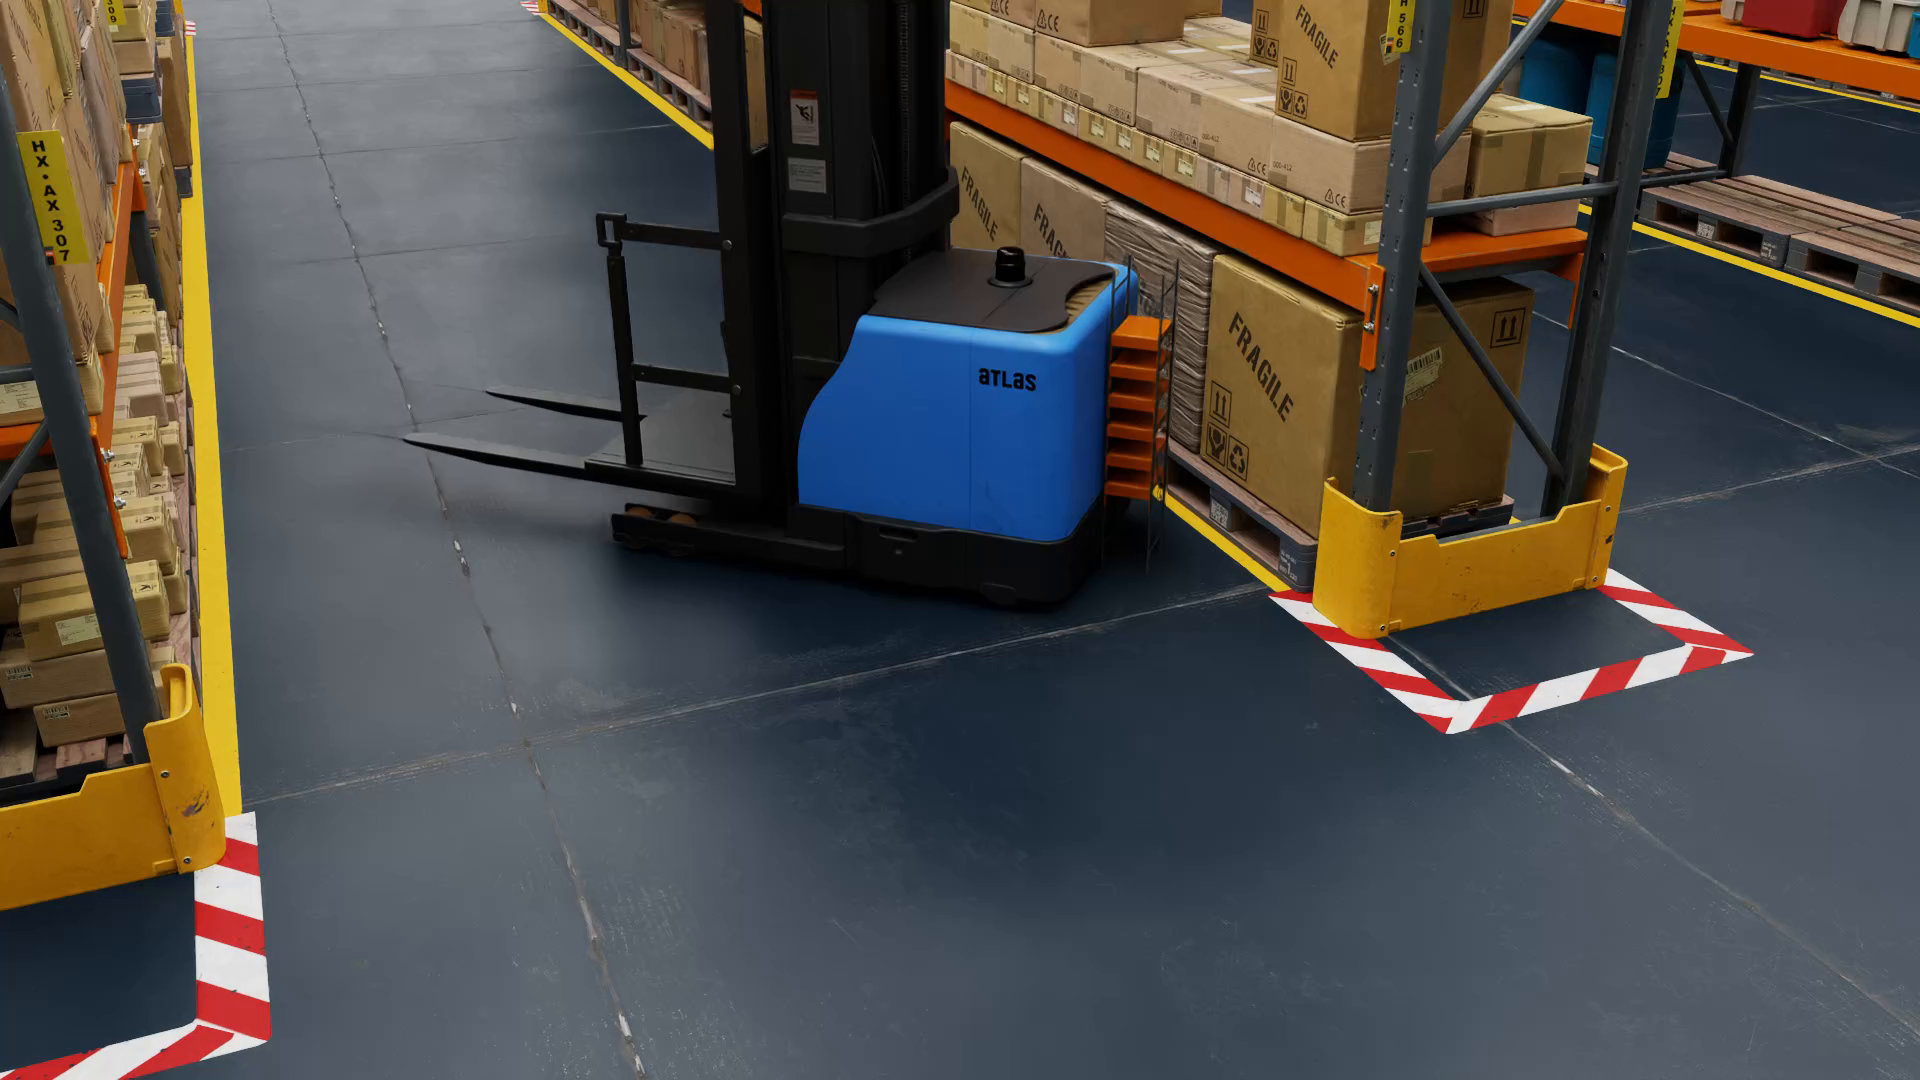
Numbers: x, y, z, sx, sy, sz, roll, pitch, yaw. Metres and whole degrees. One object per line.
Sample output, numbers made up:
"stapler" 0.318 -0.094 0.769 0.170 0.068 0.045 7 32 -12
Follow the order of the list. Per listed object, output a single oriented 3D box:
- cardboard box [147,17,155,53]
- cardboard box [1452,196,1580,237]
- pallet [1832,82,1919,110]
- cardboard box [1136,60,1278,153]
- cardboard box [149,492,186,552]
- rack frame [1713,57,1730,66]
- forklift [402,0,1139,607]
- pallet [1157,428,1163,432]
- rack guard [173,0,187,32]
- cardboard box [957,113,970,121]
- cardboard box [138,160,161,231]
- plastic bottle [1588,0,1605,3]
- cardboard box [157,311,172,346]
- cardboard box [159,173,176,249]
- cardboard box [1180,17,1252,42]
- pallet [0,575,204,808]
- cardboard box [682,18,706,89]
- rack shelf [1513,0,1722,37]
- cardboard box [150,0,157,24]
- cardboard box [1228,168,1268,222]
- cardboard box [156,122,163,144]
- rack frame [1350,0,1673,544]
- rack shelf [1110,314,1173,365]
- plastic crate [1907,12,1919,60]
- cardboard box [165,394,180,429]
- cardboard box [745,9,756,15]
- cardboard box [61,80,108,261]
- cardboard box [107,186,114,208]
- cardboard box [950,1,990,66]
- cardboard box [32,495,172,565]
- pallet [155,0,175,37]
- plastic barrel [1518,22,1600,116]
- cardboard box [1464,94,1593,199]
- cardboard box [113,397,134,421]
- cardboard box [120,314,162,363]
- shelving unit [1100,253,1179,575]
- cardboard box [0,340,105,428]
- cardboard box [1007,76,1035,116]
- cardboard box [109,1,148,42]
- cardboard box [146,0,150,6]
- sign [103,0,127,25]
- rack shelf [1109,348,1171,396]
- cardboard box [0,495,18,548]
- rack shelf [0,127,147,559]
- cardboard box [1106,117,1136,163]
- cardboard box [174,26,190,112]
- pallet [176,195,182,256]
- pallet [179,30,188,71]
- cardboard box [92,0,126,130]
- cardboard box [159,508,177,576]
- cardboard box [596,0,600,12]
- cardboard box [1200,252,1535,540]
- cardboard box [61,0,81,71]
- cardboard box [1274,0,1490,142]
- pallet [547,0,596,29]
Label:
"cardboard box" -4.211 -2.487 8.233 0.380 0.149 0.250 -10 28 -20
"cardboard box" 2.063 -1.245 6.167 0.380 0.149 0.250 -10 28 -20
"pallet" 8.613 -4.035 14.774 1.003 0.211 1.213 -11 28 -21
"cardboard box" 1.067 -1.784 6.818 0.500 0.250 0.500 -12 28 -22
"cardboard box" -3.102 -0.035 6.174 0.380 0.149 0.250 -12 28 -23
"rack frame" 7.882 -6.088 15.800 1.000 3.000 0.127 -11 28 -21
"forklift" -0.860 -1.457 6.393 3.031 2.935 1.130 9 27 18
"pallet" 1.039 -0.706 7.955 1.003 0.211 1.213 -11 28 -21
"rack guard" -8.980 -5.692 17.838 1.175 0.500 0.348 -11 28 -21
"cardboard box" 0.063 -2.261 9.906 1.225 0.875 0.875 -10 28 -20
"cardboard box" -4.318 -1.707 8.343 0.500 0.250 0.500 -12 28 -23
"plastic bottle" 4.305 -3.760 11.166 0.061 0.283 0.133 -11 28 -21
"cardboard box" -3.856 -0.930 7.667 0.380 0.149 0.250 -10 28 -20
"cardboard box" -4.743 -1.793 9.374 0.500 0.500 0.500 -10 28 -20
"cardboard box" 1.151 -2.291 7.856 0.500 0.250 0.500 -10 28 -20
"pallet" -3.021 0.542 5.399 1.003 0.211 1.213 -11 28 -21
"cardboard box" -1.973 -4.178 14.236 0.700 0.500 0.500 -8 27 -16
"rack shelf" 4.106 -4.108 12.564 1.077 0.370 4.000 -11 28 -21
"cardboard box" -4.615 -2.903 9.085 0.380 0.149 0.250 -12 28 -23
"cardboard box" 1.255 -1.339 6.359 0.380 0.149 0.250 -11 28 -20
"cardboard box" -5.121 -2.545 10.060 0.500 0.250 0.500 -10 28 -20
"rack frame" 1.898 -1.158 5.702 1.000 3.000 0.127 -11 28 -21
"rack shelf" 0.681 -0.751 6.202 0.180 0.103 0.258 9 27 18
"plastic crate" 5.415 -2.745 9.077 0.416 0.233 0.300 -11 28 -21
"cardboard box" -3.617 -0.554 7.237 0.380 0.149 0.250 -12 28 -22
"cardboard box" -1.525 -4.064 13.148 0.500 0.250 0.500 -9 28 -19
"cardboard box" -3.040 -1.165 5.265 0.500 0.500 0.500 -10 28 -20
"cardboard box" -3.481 -1.357 6.397 0.380 0.149 0.250 -12 28 -23
"cardboard box" 0.275 -2.604 8.497 0.500 0.250 0.500 -11 28 -22
"cardboard box" -2.797 -0.005 5.435 0.380 0.149 0.250 -11 28 -21
"pallet" -5.461 -3.220 10.145 1.213 0.211 1.003 -11 28 -21
"plastic barrel" 4.414 -3.378 12.162 0.600 0.901 0.708 -11 28 -21
"cardboard box" 1.959 -1.464 6.162 0.500 0.250 0.500 -11 28 -22
"cardboard box" -3.318 -0.404 6.251 0.380 0.149 0.250 -11 28 -20
"cardboard box" -3.652 -0.842 7.147 0.380 0.149 0.250 -11 28 -21
"shelving unit" 0.681 -0.468 6.341 0.189 1.200 0.258 9 27 18
"cardboard box" -2.530 -0.420 4.479 0.380 0.149 0.250 -11 28 -21
"cardboard box" 0.453 -2.165 8.051 0.380 0.149 0.250 -11 28 -22
"cardboard box" -4.003 -2.409 7.733 0.380 0.149 0.250 -10 28 -20
"cardboard box" -4.417 -2.830 8.597 0.380 0.149 0.250 -9 28 -19
"sign" -3.775 -2.446 7.355 0.100 0.325 0.005 -11 28 -21
"rack shelf" 0.681 -0.644 6.255 0.180 0.103 0.258 9 27 18
"cardboard box" -3.706 -0.057 6.218 0.380 0.149 0.250 -10 28 -19
"rack shelf" -3.488 -0.830 5.852 1.077 0.370 4.000 -11 28 -21
"cardboard box" 0.857 -1.749 7.200 0.380 0.149 0.250 -10 28 -20
"cardboard box" -6.704 -3.743 13.083 1.050 0.750 0.750 -11 28 -21
"pallet" -5.533 -2.007 10.620 1.003 0.211 1.213 -11 28 -21
"pallet" -8.112 -4.751 16.241 1.003 0.211 1.213 -11 28 -21
"cardboard box" -3.822 -1.993 6.960 0.500 0.500 0.500 -11 28 -21
"cardboard box" -2.907 0.031 5.700 0.380 0.149 0.250 -10 28 -19
"cardboard box" -3.645 -5.936 17.859 0.500 0.500 0.500 -8 27 -16
"cardboard box" 1.574 -0.636 6.577 0.875 0.875 0.875 -11 28 -21
"cardboard box" -3.226 -1.823 5.471 0.500 0.500 0.500 -12 28 -22
"cardboard box" 1.466 -1.712 5.816 0.500 0.500 0.500 -10 28 -20
"pallet" -4.052 -5.999 18.796 1.003 0.211 1.213 -11 28 -21
